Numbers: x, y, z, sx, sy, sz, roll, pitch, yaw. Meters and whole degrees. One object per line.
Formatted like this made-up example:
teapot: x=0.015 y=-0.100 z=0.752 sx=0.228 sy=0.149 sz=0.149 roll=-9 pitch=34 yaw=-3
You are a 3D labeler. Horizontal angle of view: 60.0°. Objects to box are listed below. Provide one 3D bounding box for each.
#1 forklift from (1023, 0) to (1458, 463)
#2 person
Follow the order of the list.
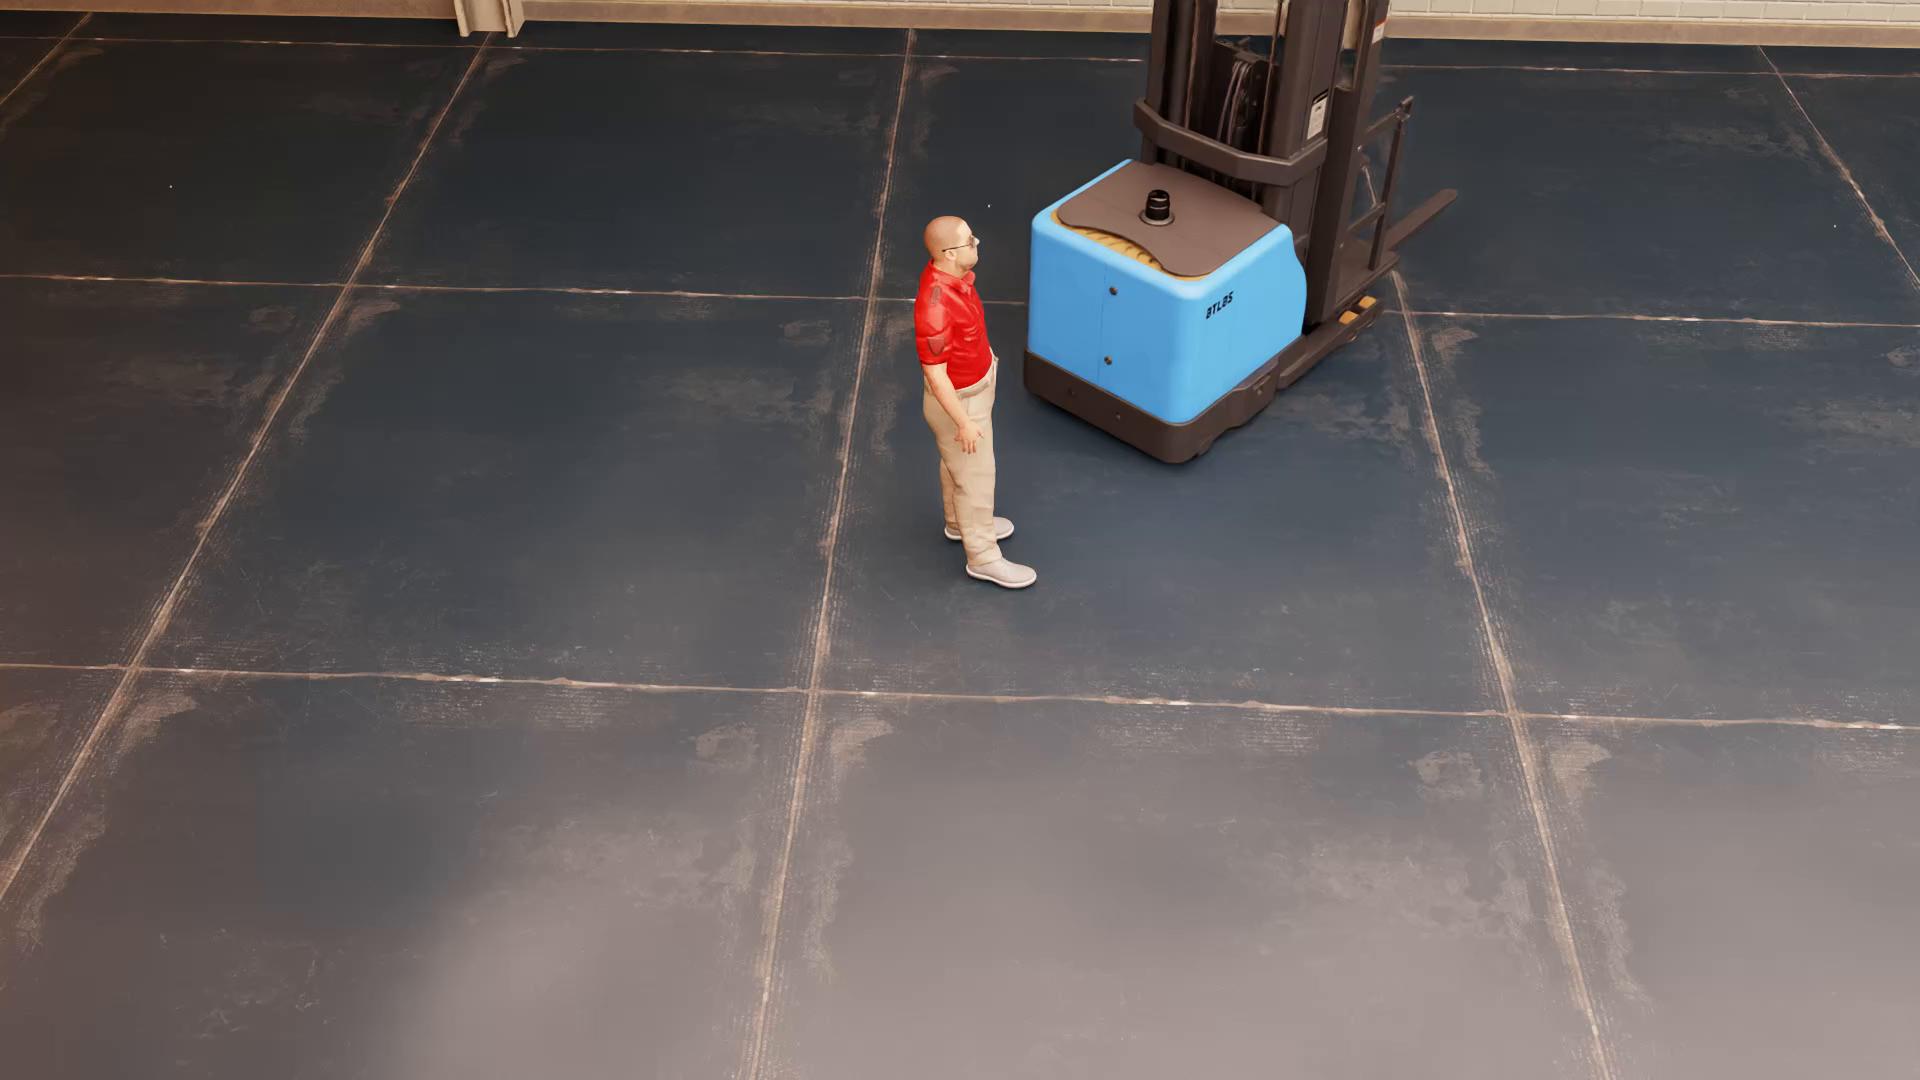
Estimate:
forklift: x=1.691 y=-2.373 z=8.342 sx=1.130 sy=2.935 sz=3.031 roll=31 pitch=51 yaw=30
person: x=0.089 y=-0.633 z=7.316 sx=0.551 sy=1.727 sz=0.640 roll=2 pitch=42 yaw=2
